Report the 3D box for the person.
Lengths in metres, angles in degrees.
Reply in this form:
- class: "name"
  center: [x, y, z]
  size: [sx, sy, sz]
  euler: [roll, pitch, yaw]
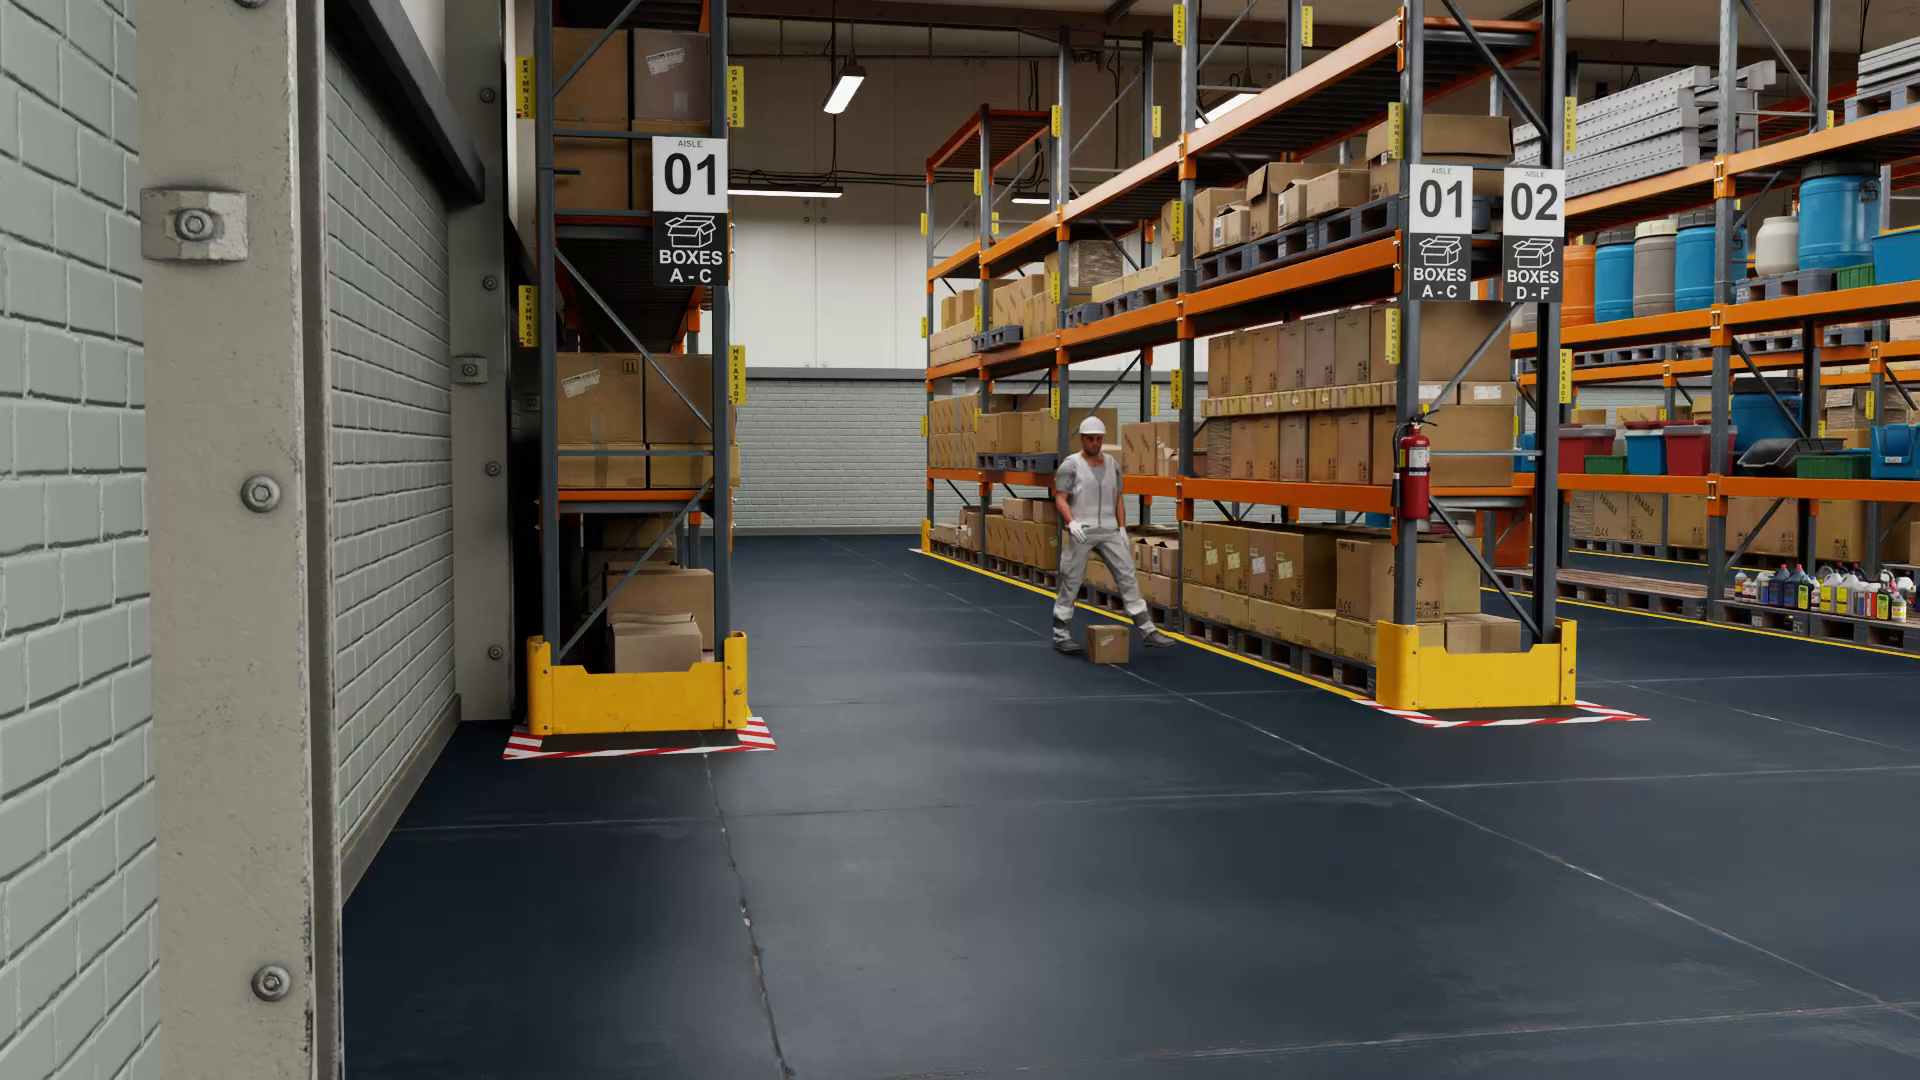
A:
- class: "person"
  center: [1.130, -0.034, 12.379]
  size: [0.750, 1.767, 0.772]
  euler: [-1, 3, -20]
